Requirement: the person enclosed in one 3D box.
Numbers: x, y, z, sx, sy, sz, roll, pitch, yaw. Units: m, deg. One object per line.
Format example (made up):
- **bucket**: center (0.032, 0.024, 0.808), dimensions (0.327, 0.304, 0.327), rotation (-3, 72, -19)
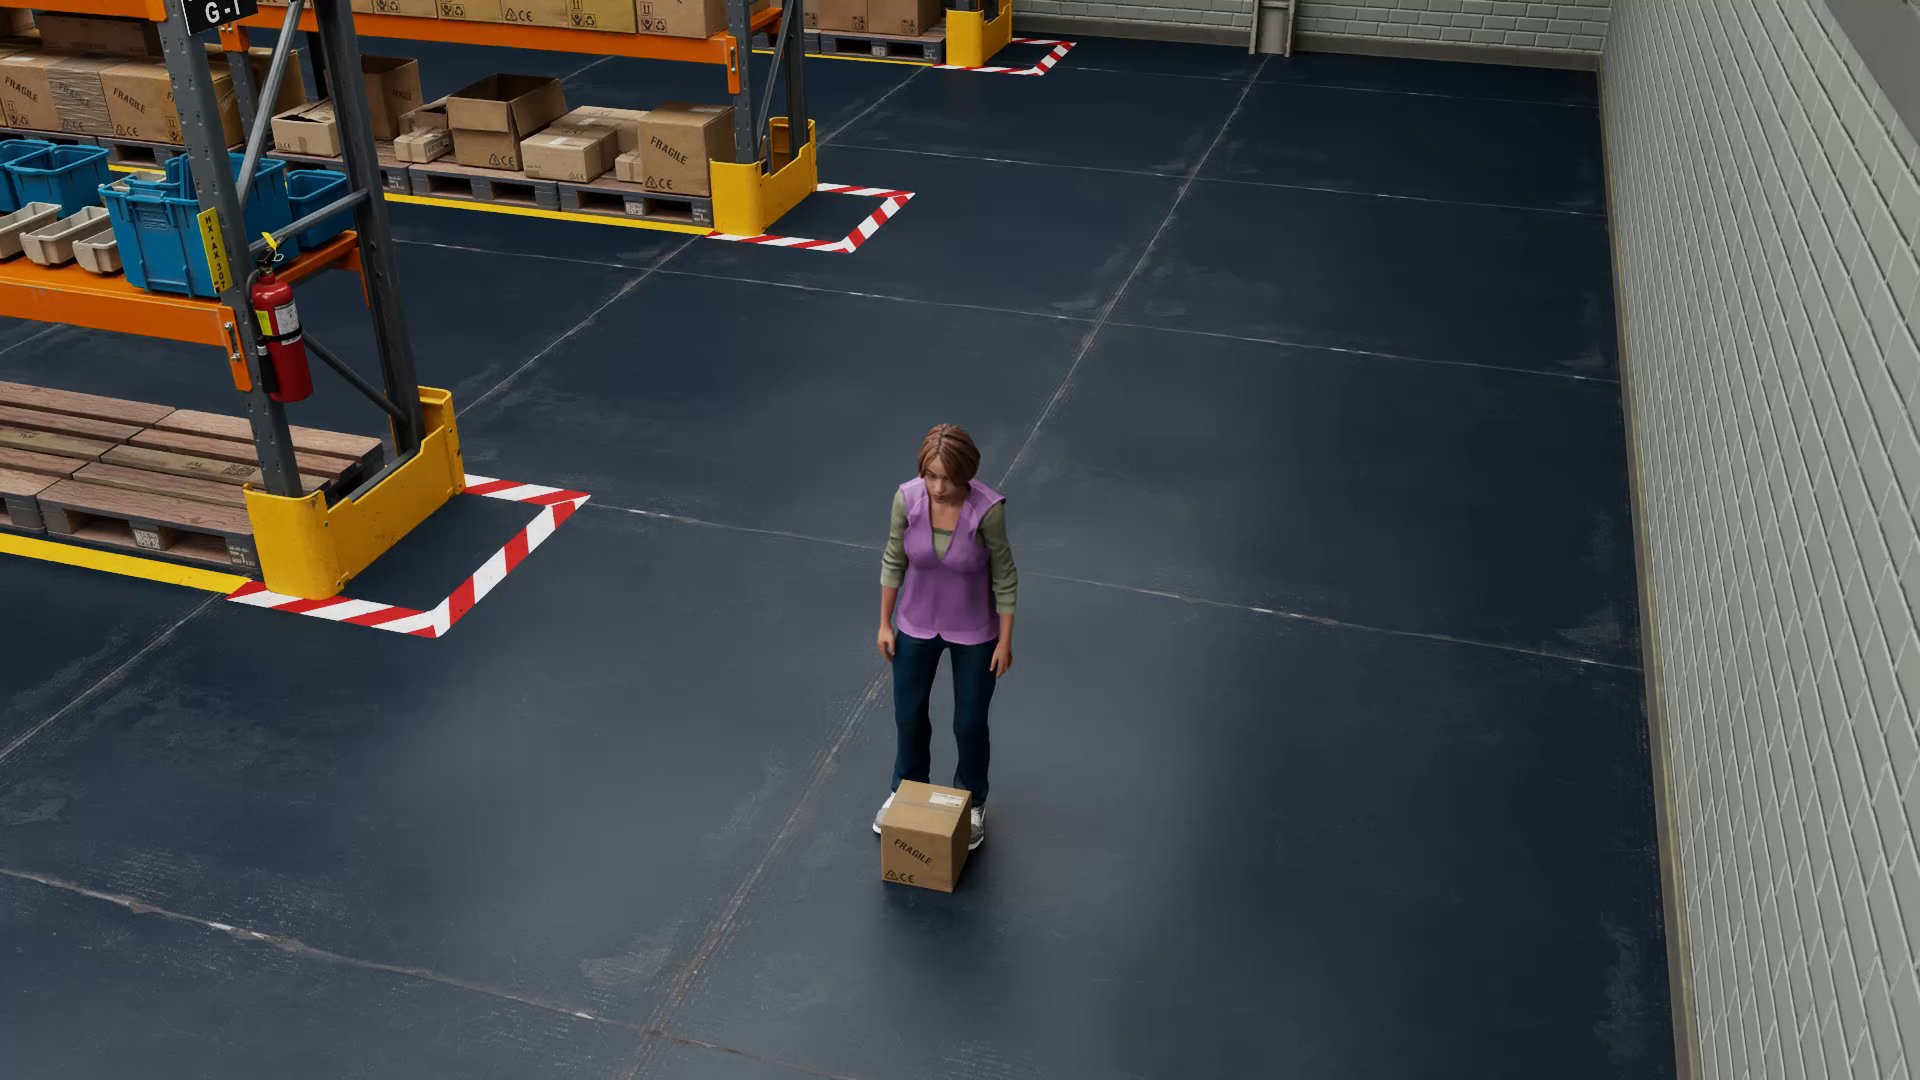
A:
- **person**: center (-0.046, 0.402, 5.634), dimensions (0.483, 1.392, 0.337), rotation (7, 30, 13)
